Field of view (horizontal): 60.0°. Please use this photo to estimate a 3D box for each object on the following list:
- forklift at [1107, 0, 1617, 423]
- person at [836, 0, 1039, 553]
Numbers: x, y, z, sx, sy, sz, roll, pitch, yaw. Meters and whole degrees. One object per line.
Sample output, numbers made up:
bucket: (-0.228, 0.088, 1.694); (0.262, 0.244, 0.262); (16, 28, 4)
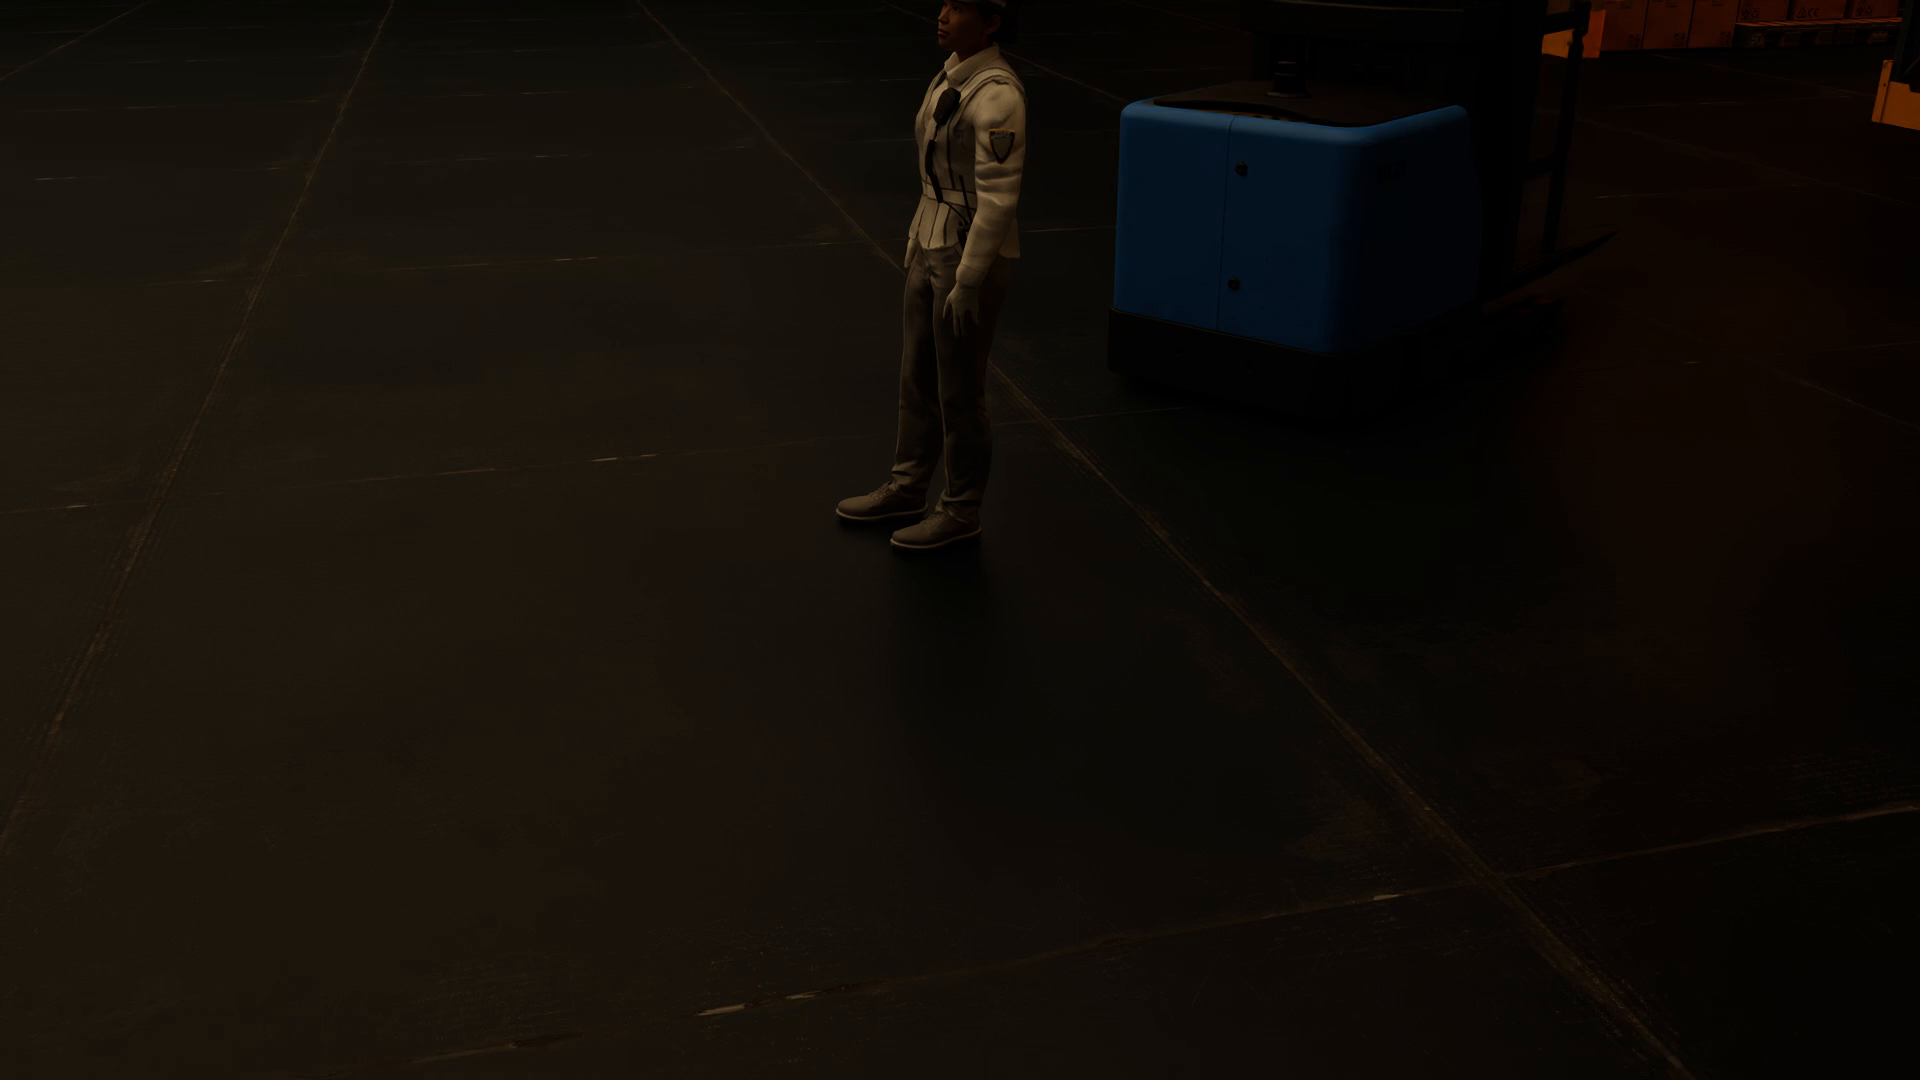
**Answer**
forklift: (1.911, -2.265, 6.631); (1.130, 2.935, 3.031); (19, 29, 37)
person: (-0.066, -0.782, 4.708); (0.533, 1.696, 0.588); (-6, 24, -14)
